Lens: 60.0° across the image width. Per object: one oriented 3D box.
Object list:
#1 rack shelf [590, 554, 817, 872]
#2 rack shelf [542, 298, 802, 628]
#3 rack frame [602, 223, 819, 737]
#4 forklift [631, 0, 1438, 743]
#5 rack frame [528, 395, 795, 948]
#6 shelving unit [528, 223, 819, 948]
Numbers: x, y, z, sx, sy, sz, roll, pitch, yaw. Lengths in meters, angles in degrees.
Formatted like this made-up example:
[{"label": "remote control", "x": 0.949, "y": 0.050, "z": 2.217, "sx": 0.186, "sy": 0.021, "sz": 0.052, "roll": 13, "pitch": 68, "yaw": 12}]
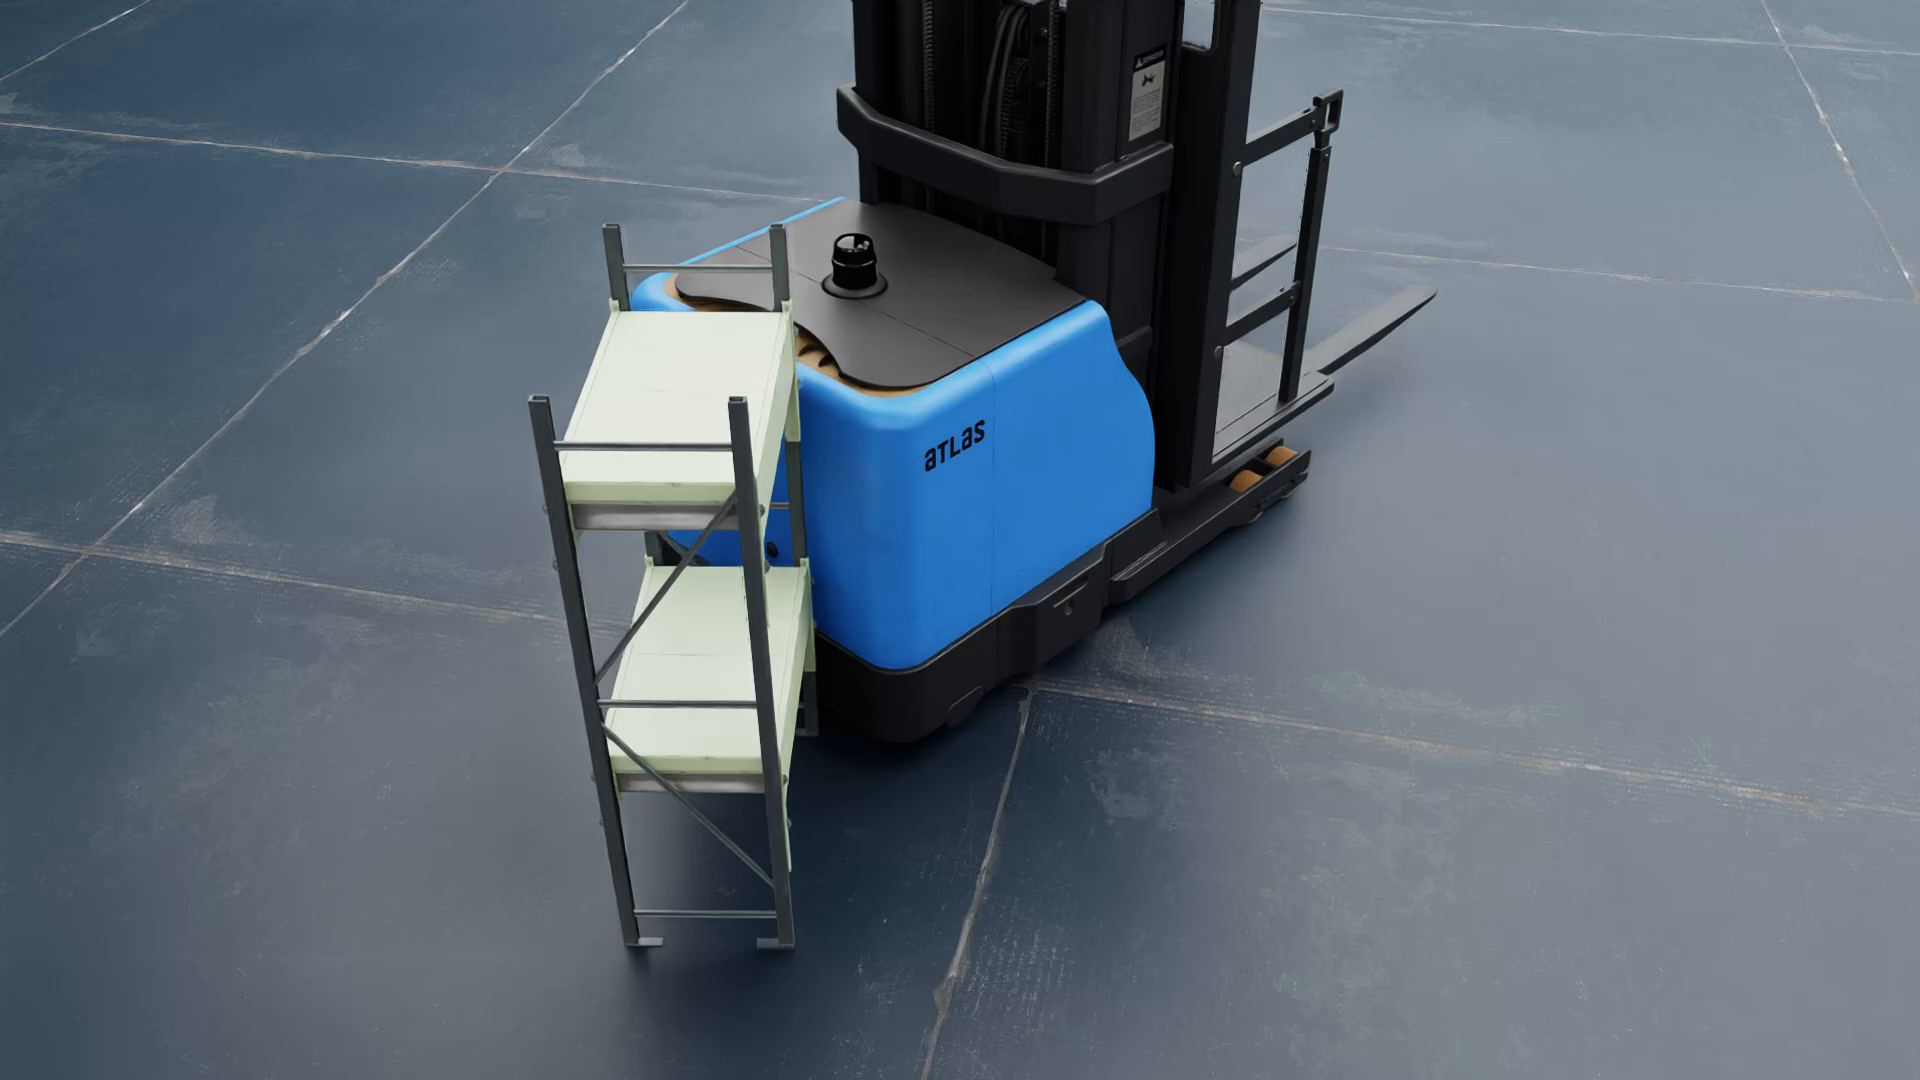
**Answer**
[{"label": "rack shelf", "x": -0.588, "y": 0.397, "z": 3.980, "sx": 0.431, "sy": 0.370, "sz": 0.720, "roll": 0, "pitch": 36, "yaw": 1}, {"label": "rack shelf", "x": -0.588, "y": -0.183, "z": 3.559, "sx": 0.431, "sy": 0.370, "sz": 0.720, "roll": 0, "pitch": 36, "yaw": 1}, {"label": "rack frame", "x": -0.583, "y": -0.082, "z": 4.085, "sx": 0.400, "sy": 1.500, "sz": 0.023, "roll": 0, "pitch": 36, "yaw": 1}, {"label": "forklift", "x": 0.494, "y": -1.426, "z": 4.719, "sx": 1.130, "sy": 2.935, "sz": 3.031, "roll": 29, "pitch": 45, "yaw": 34}, {"label": "rack frame", "x": -0.592, "y": 0.348, "z": 3.492, "sx": 0.400, "sy": 1.500, "sz": 0.023, "roll": 0, "pitch": 36, "yaw": 1}, {"label": "shelving unit", "x": -0.588, "y": 0.133, "z": 3.788, "sx": 0.431, "sy": 1.500, "sz": 0.755, "roll": 0, "pitch": 36, "yaw": 1}]
